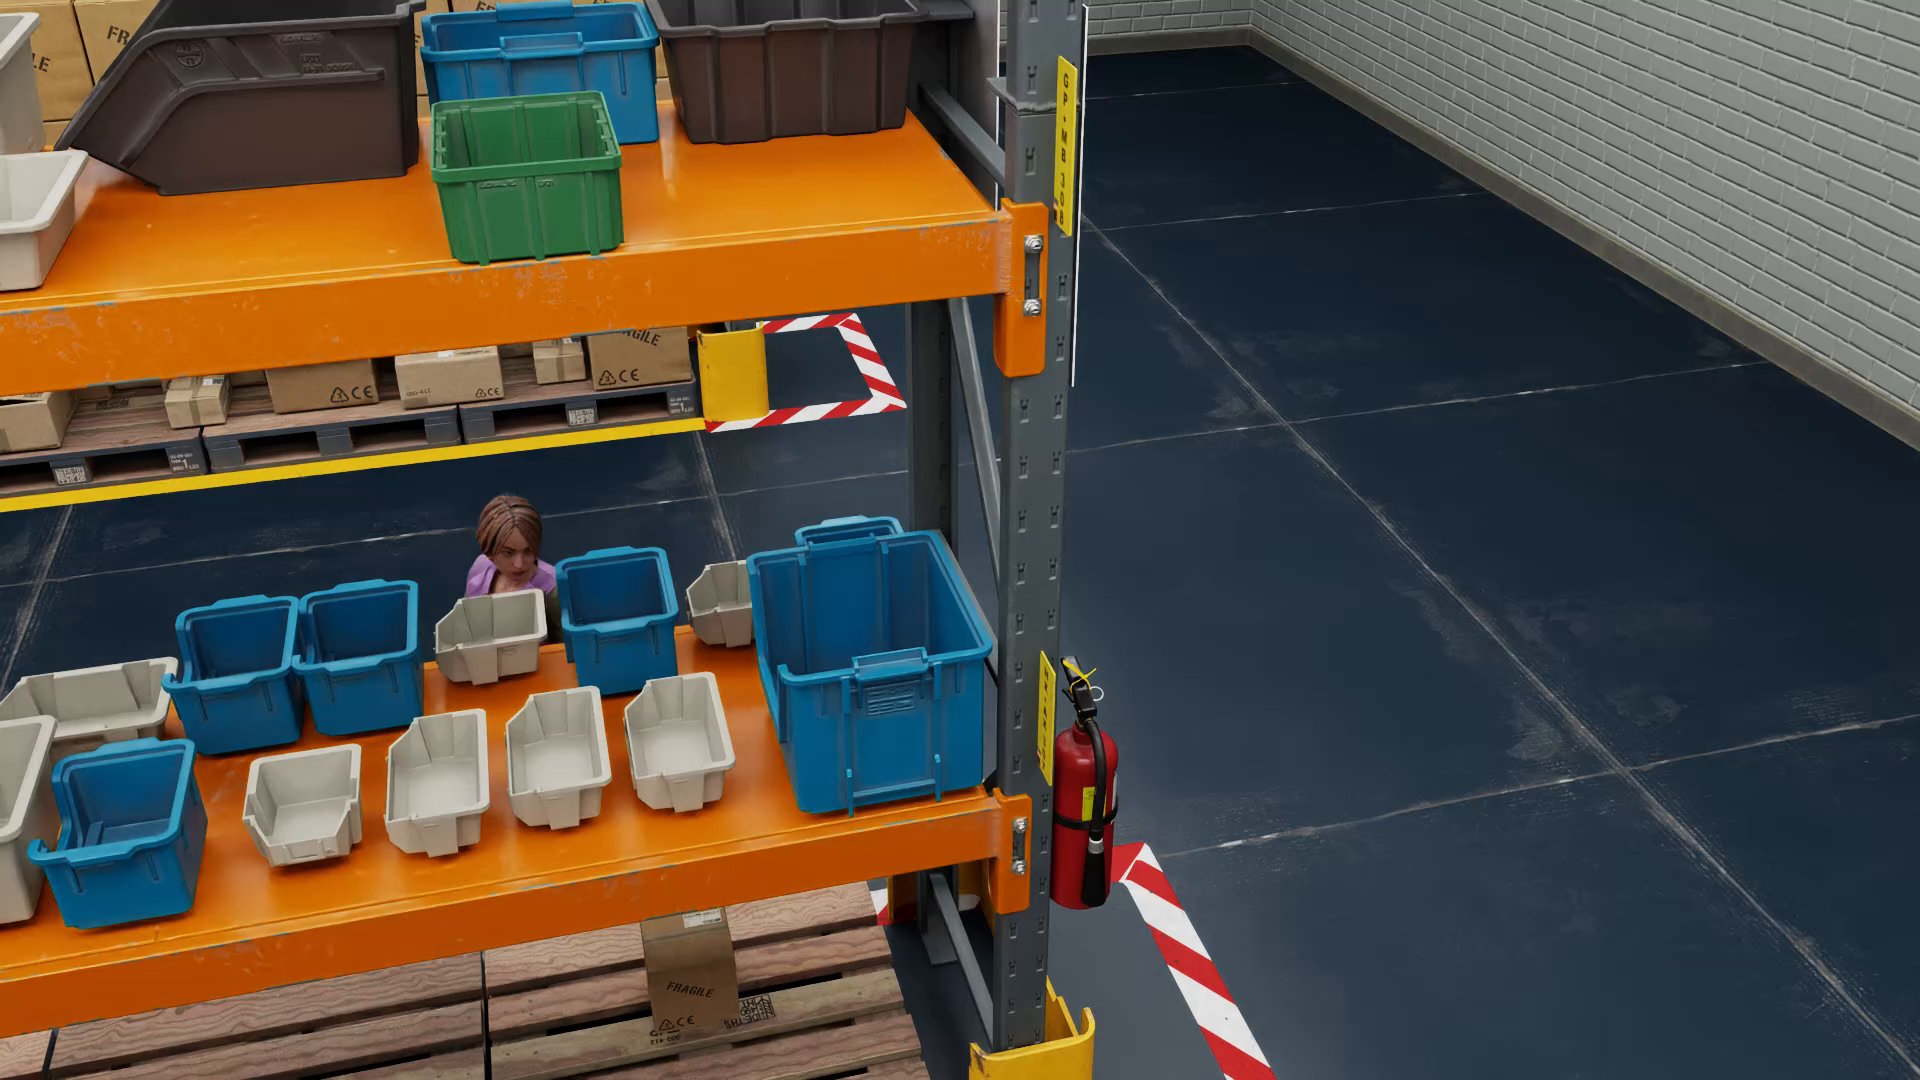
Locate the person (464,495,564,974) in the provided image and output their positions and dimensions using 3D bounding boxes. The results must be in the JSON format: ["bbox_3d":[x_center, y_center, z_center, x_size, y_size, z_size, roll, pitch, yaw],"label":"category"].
[{"bbox_3d":[-1.367,0.609,5.105,0.440,1.613,0.539,18,35,27],"label":"person"}]
